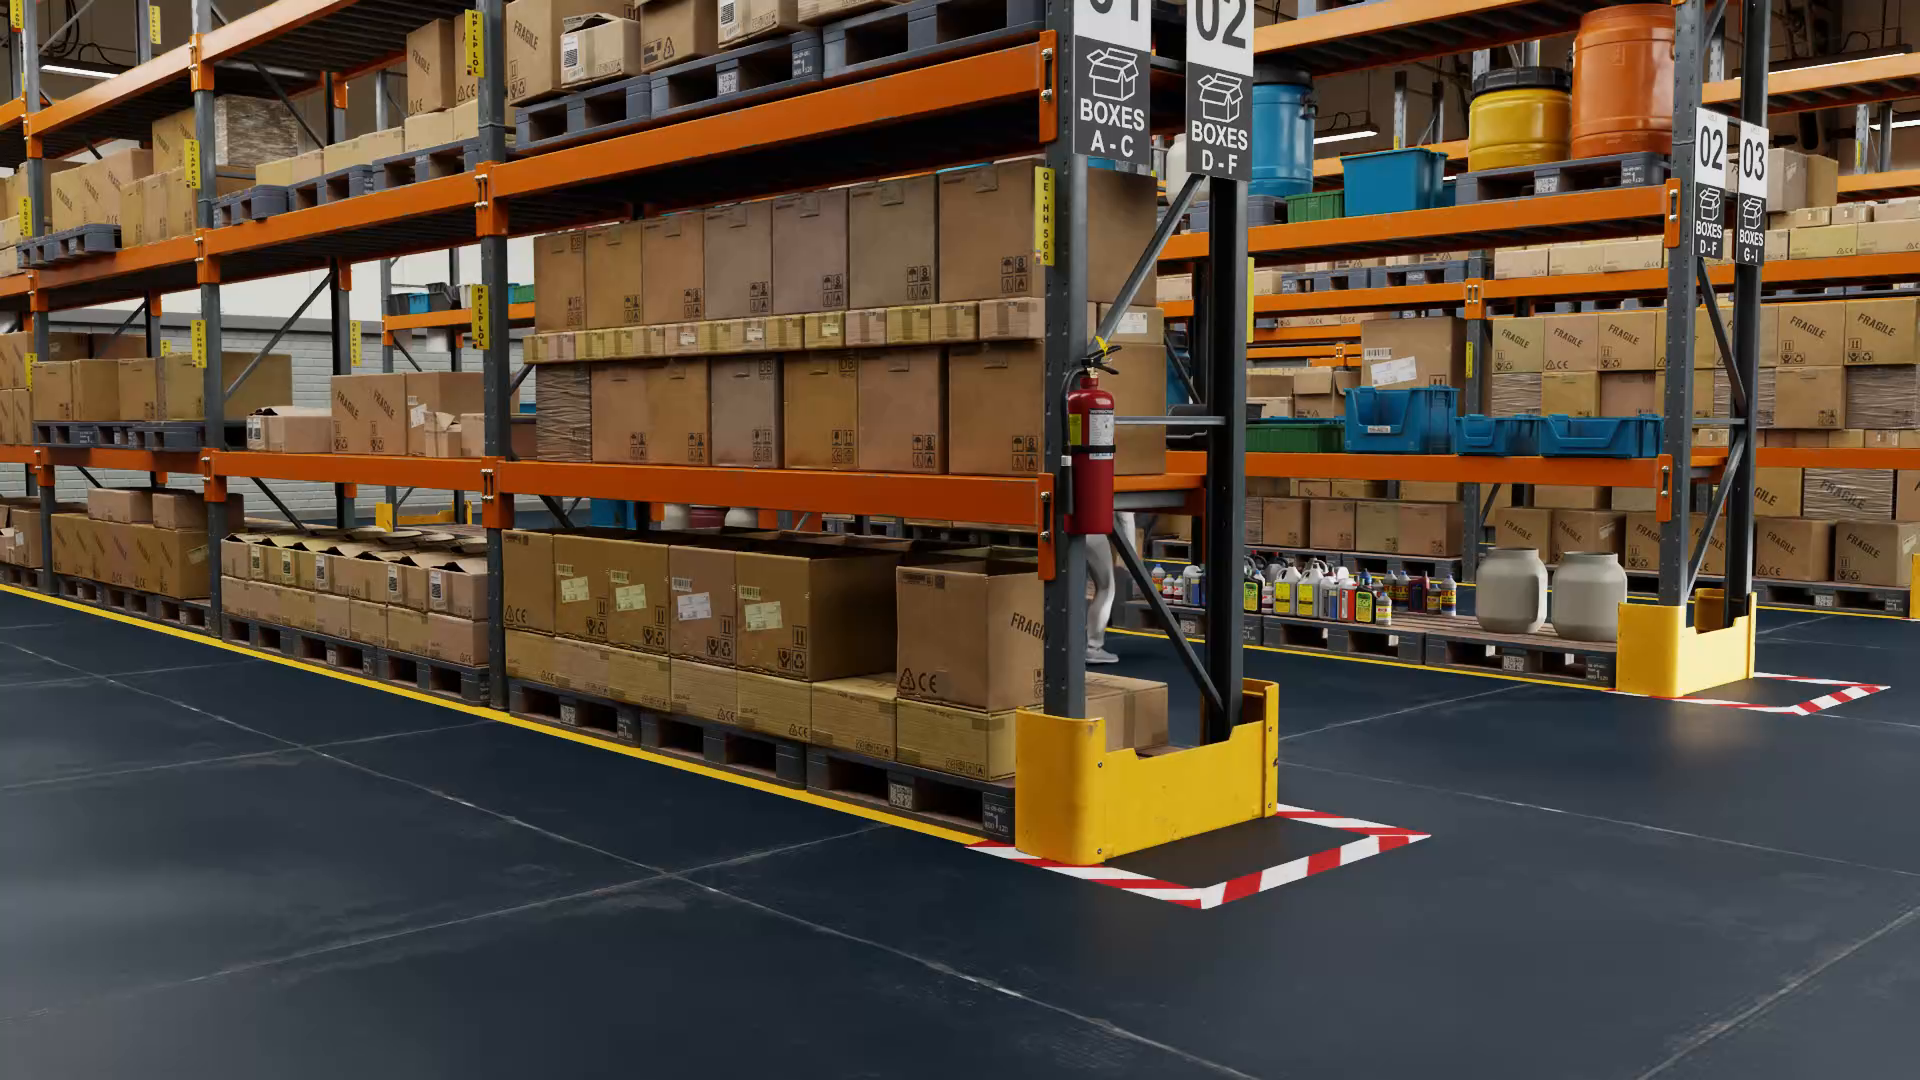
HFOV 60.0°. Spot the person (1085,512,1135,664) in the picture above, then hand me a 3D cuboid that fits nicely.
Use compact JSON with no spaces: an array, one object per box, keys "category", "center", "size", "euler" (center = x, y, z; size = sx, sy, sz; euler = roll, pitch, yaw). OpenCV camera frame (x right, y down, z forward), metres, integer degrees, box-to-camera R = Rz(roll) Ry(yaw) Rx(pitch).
[{"category":"person","center":[0.883,0.026,10.505],"size":[0.405,1.484,0.757],"euler":[4,6,45]}]
